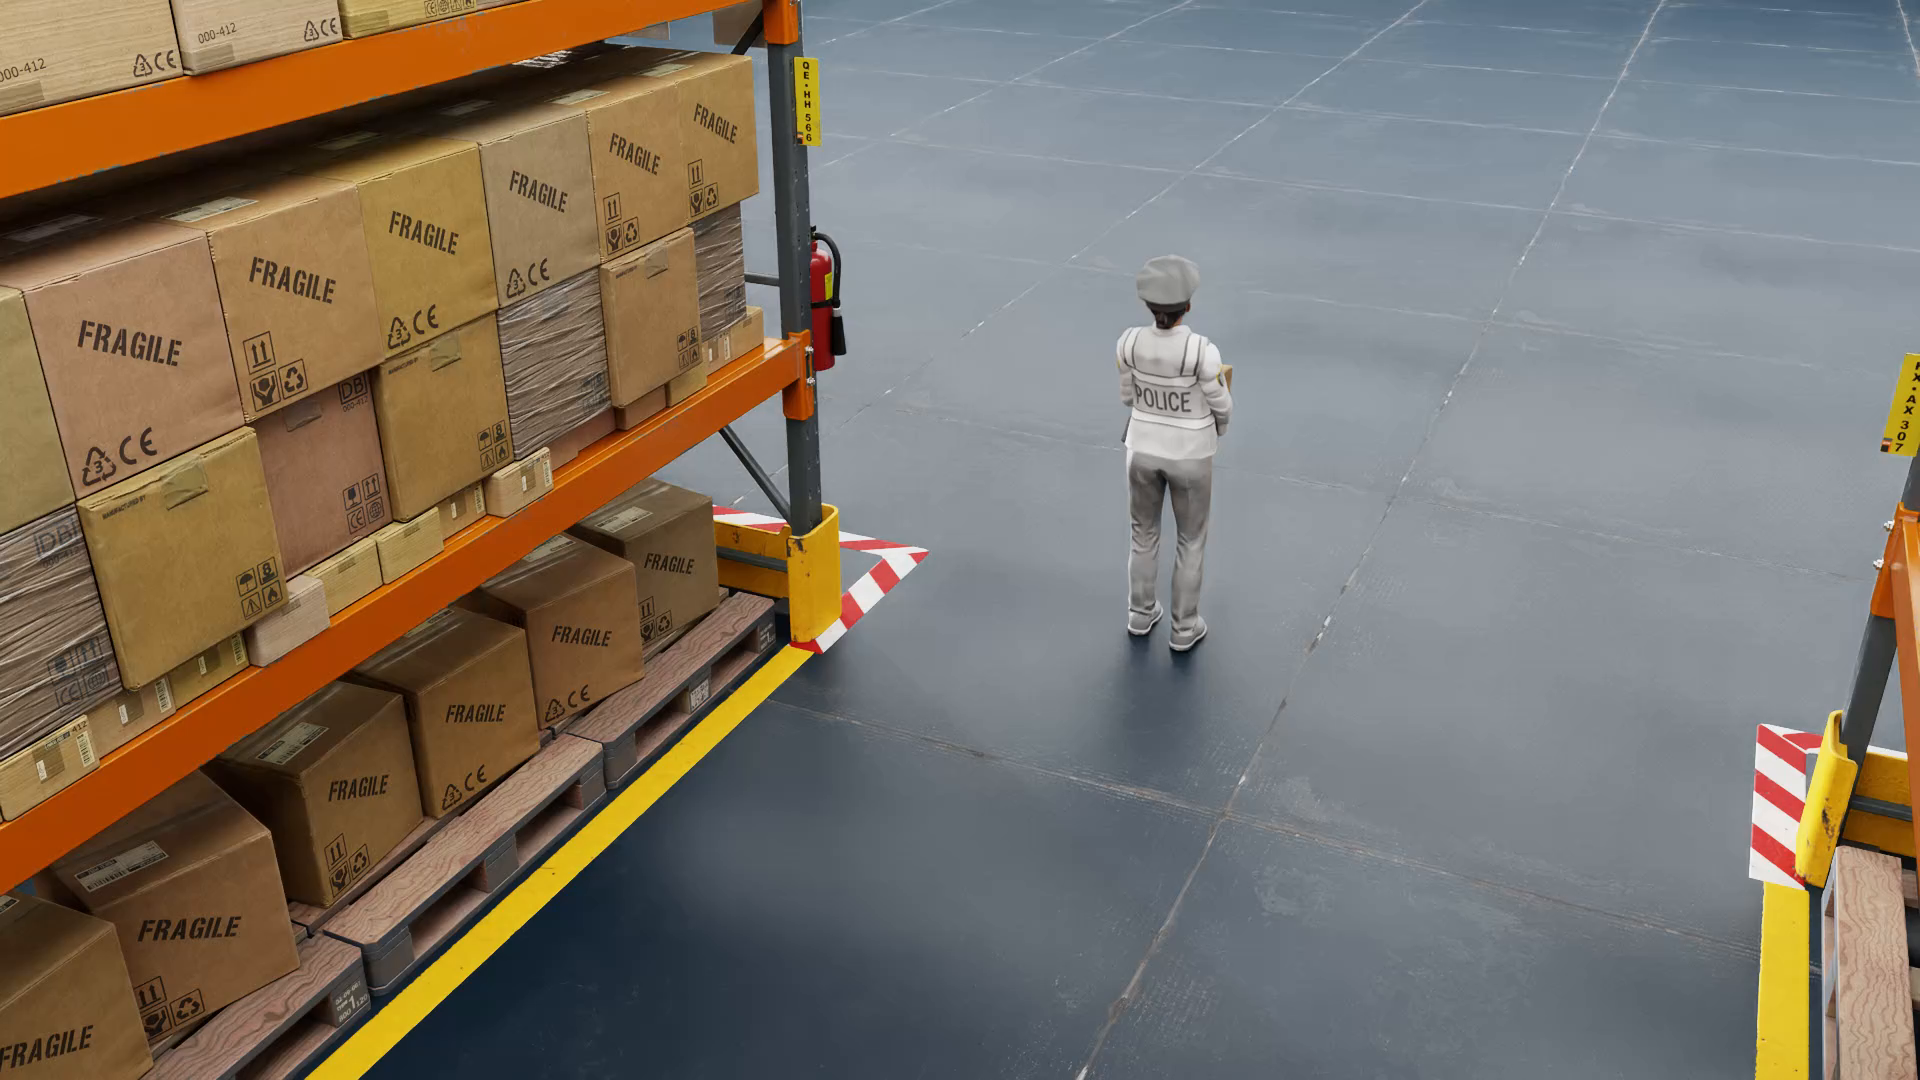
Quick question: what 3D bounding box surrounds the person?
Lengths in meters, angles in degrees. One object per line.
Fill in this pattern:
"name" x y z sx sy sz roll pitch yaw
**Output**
"person" 0.878 -0.369 6.832 0.460 1.686 0.564 12 29 22
